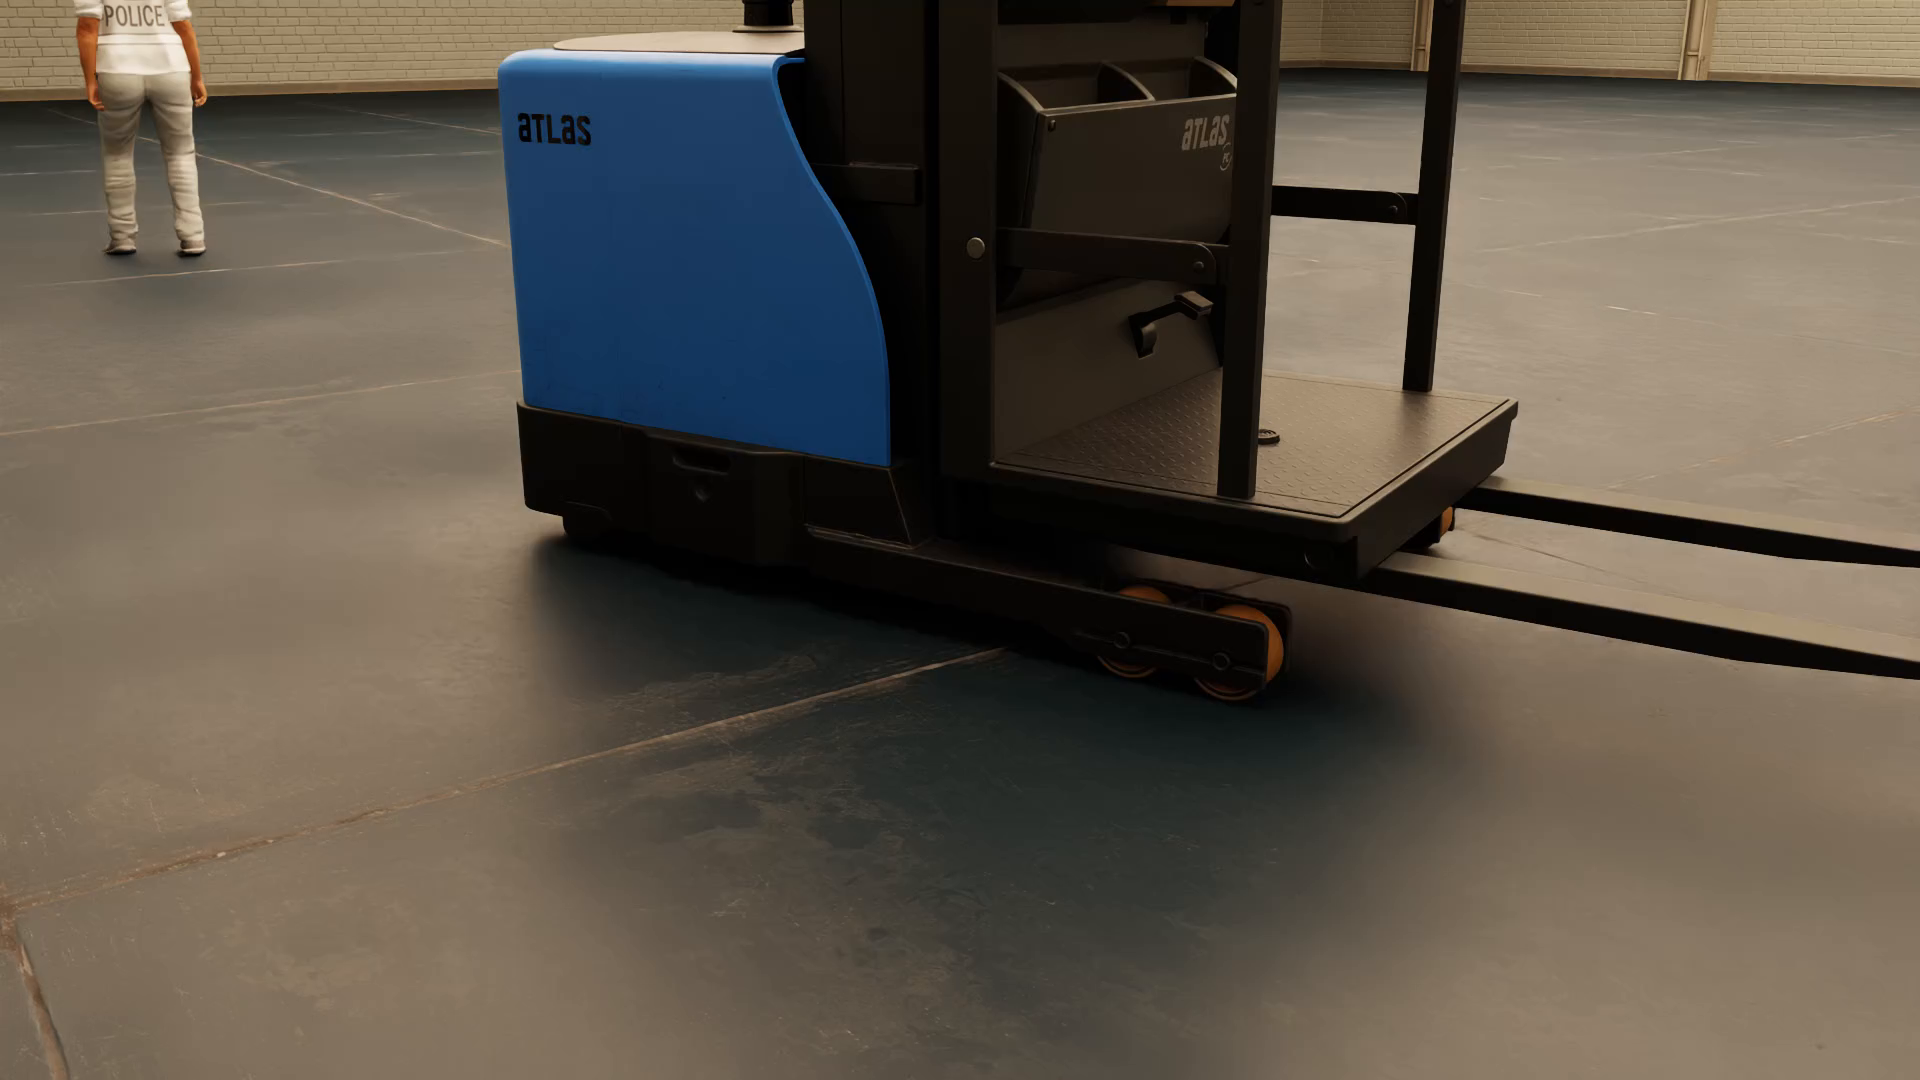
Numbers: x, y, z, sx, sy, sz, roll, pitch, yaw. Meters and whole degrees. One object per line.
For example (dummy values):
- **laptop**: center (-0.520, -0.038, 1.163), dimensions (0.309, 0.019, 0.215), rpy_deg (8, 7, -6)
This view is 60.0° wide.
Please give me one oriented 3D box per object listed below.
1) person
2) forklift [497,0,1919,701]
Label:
- **person**: center (-3.997, -2.221, 8.128), dimensions (0.573, 1.689, 0.468), rpy_deg (-9, 20, -26)
- **forklift**: center (0.514, -1.298, 3.049), dimensions (3.031, 2.935, 1.130), rpy_deg (11, 21, 31)
